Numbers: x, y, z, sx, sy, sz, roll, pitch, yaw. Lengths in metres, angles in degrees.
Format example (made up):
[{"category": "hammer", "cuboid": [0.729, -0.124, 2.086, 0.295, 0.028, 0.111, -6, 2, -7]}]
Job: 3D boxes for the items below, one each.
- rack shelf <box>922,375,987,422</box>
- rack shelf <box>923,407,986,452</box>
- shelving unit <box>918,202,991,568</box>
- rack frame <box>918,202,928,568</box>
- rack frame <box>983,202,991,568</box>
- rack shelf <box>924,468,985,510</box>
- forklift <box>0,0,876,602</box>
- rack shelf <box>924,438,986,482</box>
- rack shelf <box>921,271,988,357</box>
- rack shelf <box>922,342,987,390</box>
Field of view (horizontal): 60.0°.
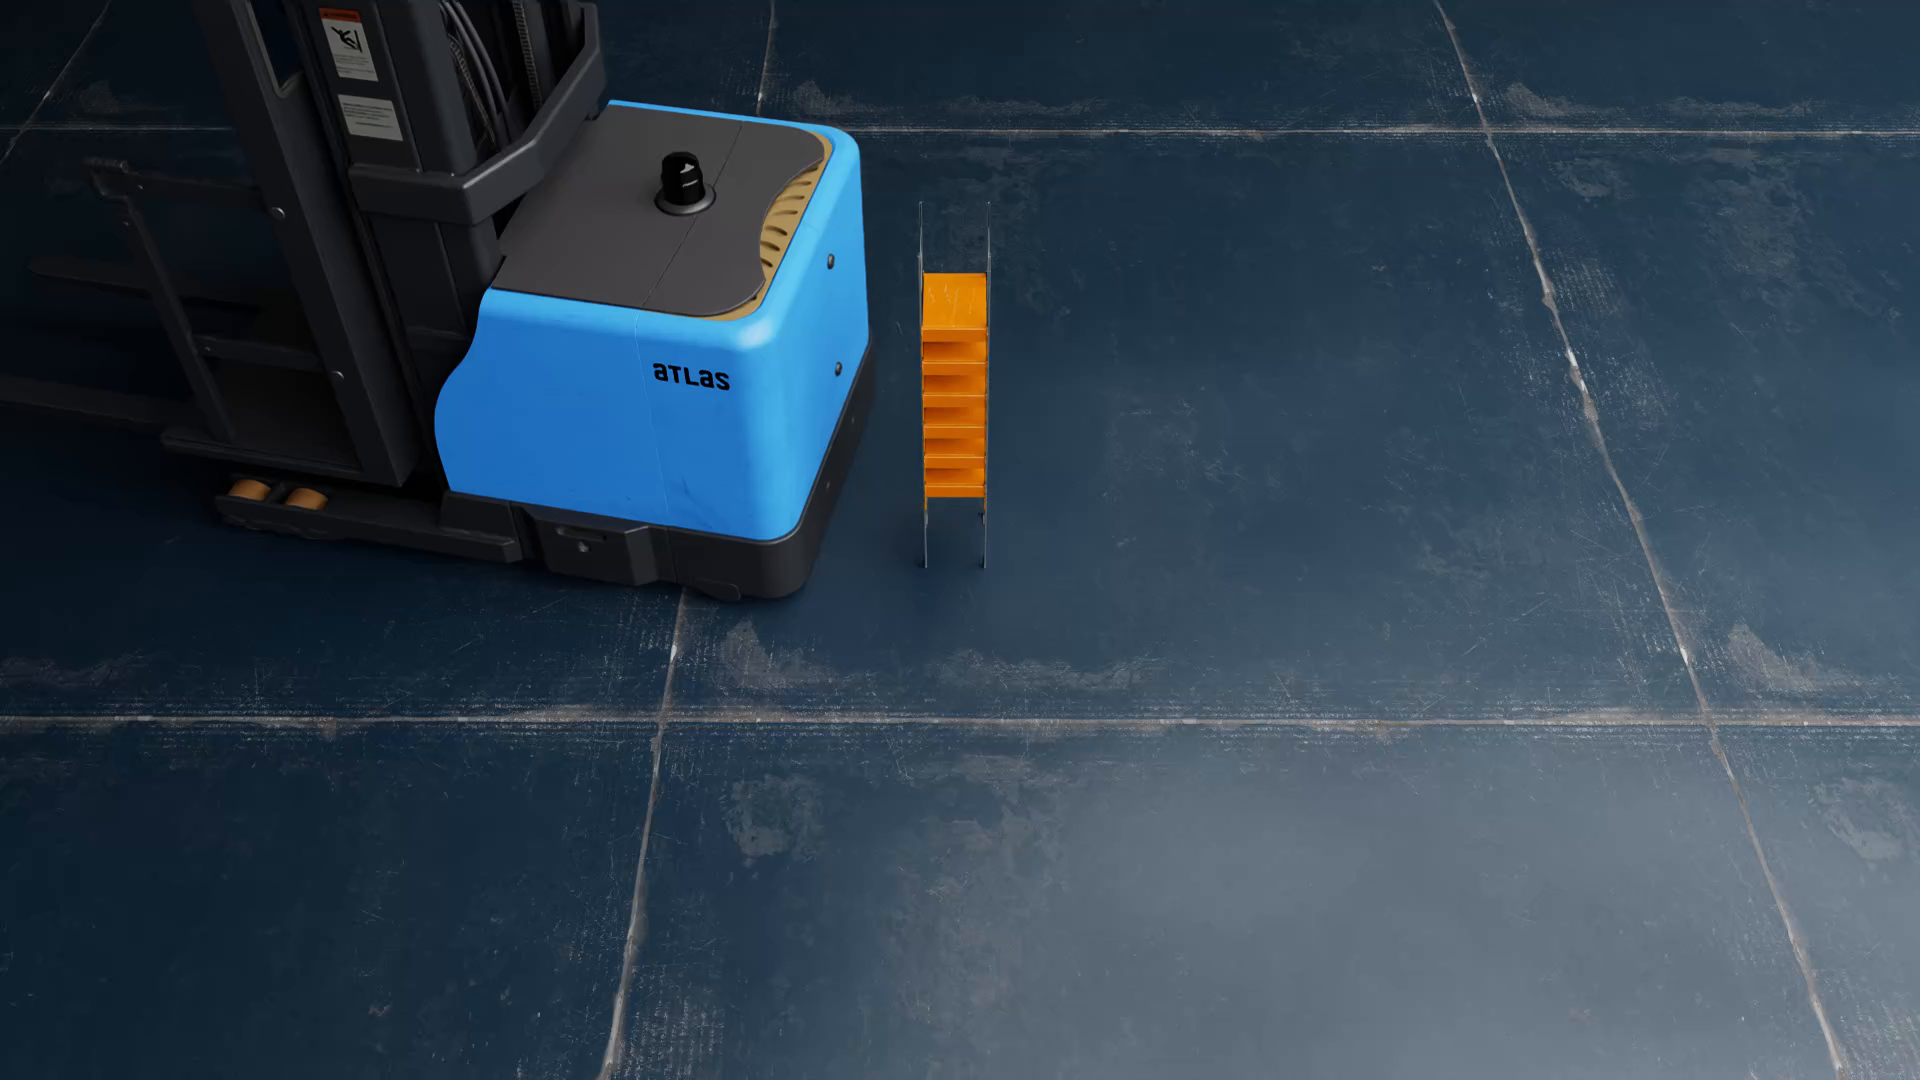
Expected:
[{"category": "rack shelf", "cuboid": [-0.014, -0.460, 4.756, 0.180, 0.103, 0.258, 0, 47, 0]}, {"category": "rack shelf", "cuboid": [-0.014, -0.379, 4.843, 0.180, 0.103, 0.258, 0, 47, 0]}, {"category": "shelving unit", "cuboid": [-0.014, -0.409, 4.811, 0.189, 1.200, 0.258, 0, 47, 0]}, {"category": "rack frame", "cuboid": [-0.106, -0.409, 4.811, 0.006, 1.200, 0.240, 0, 47, 0]}, {"category": "rack frame", "cuboid": [0.077, -0.409, 4.811, 0.006, 1.200, 0.240, 0, 47, 0]}, {"category": "rack shelf", "cuboid": [-0.014, -0.215, 5.019, 0.180, 0.103, 0.258, 0, 47, 0]}, {"category": "forklift", "cuboid": [-1.855, -1.369, 4.522, 3.031, 2.935, 1.130, 9, 48, 8]}, {"category": "rack shelf", "cuboid": [-0.014, -0.297, 4.931, 0.180, 0.103, 0.258, 0, 47, 0]}, {"category": "rack shelf", "cuboid": [-0.014, -0.624, 4.580, 0.180, 0.103, 0.258, 0, 47, 0]}, {"category": "rack shelf", "cuboid": [-0.014, -0.542, 4.668, 0.180, 0.103, 0.258, 0, 47, 0]}]
